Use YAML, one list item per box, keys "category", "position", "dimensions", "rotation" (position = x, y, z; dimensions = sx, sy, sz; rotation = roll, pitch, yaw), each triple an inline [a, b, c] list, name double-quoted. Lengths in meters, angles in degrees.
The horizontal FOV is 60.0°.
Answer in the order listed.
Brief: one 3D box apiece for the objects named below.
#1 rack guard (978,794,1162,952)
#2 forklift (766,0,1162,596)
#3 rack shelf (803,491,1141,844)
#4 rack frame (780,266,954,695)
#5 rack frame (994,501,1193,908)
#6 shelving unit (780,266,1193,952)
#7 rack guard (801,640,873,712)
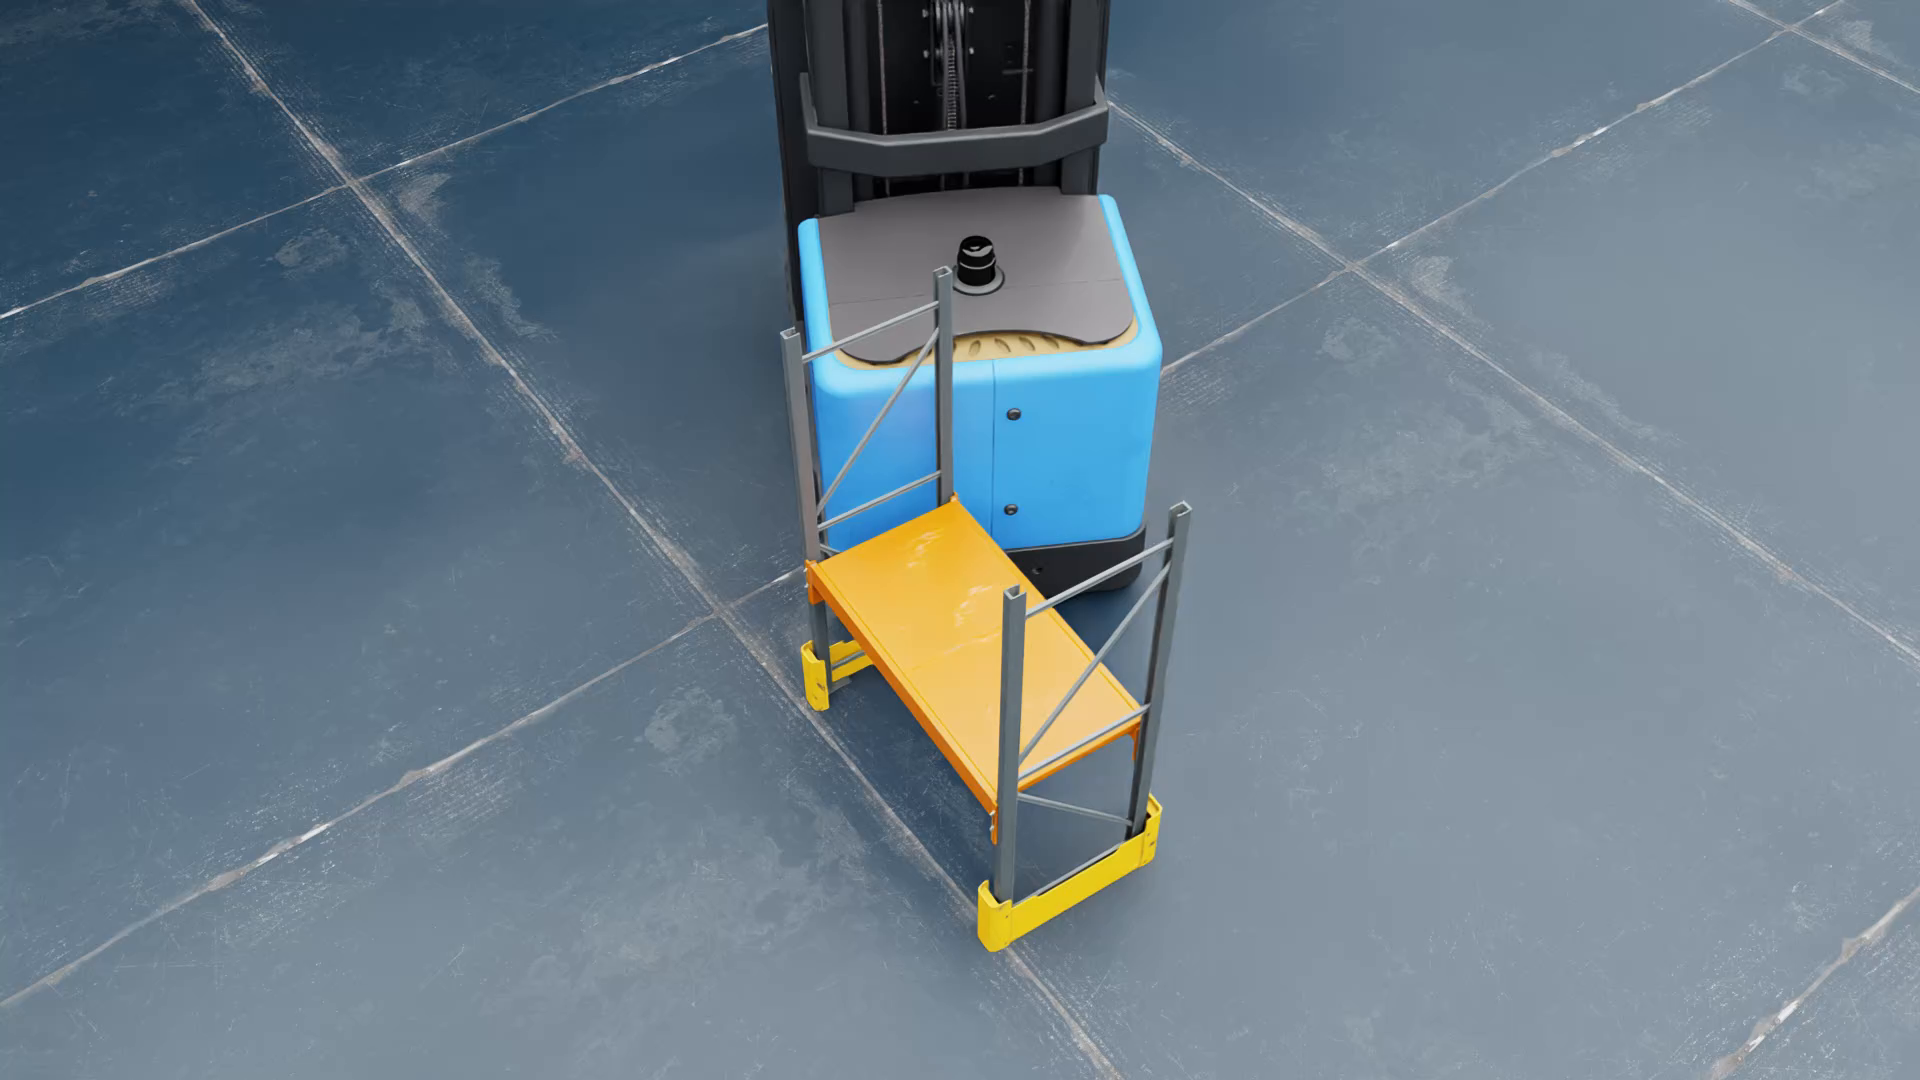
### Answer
- category: "rack guard"
  position: [0.312, 0.942, 4.727]
  dimensions: [0.587, 0.250, 0.087]
  rotation: [-25, 53, -21]
- category: "forklift"
  position: [-0.100, -1.844, 5.443]
  dimensions: [1.130, 2.935, 3.031]
  rotation: [-6, 48, -5]
- category: "rack shelf"
  position: [0.038, 0.327, 4.684]
  dimensions: [0.538, 0.185, 1.000]
  rotation: [-25, 53, -21]
- category: "rack frame"
  position: [-0.237, -0.110, 4.838]
  dimensions: [0.500, 1.500, 0.032]
  rotation: [-25, 53, -21]
- category: "rack frame"
  position: [0.312, 0.523, 4.263]
  dimensions: [0.500, 1.500, 0.032]
  rotation: [-25, 53, -21]
- category: "shelving unit"
  position: [0.042, 0.212, 4.545]
  dimensions: [0.587, 1.500, 1.083]
  rotation: [-25, 53, -21]
- category: "rack guard"
  position: [-0.227, 0.322, 5.290]
  dimensions: [0.587, 0.250, 0.087]
  rotation: [-25, 53, -21]
